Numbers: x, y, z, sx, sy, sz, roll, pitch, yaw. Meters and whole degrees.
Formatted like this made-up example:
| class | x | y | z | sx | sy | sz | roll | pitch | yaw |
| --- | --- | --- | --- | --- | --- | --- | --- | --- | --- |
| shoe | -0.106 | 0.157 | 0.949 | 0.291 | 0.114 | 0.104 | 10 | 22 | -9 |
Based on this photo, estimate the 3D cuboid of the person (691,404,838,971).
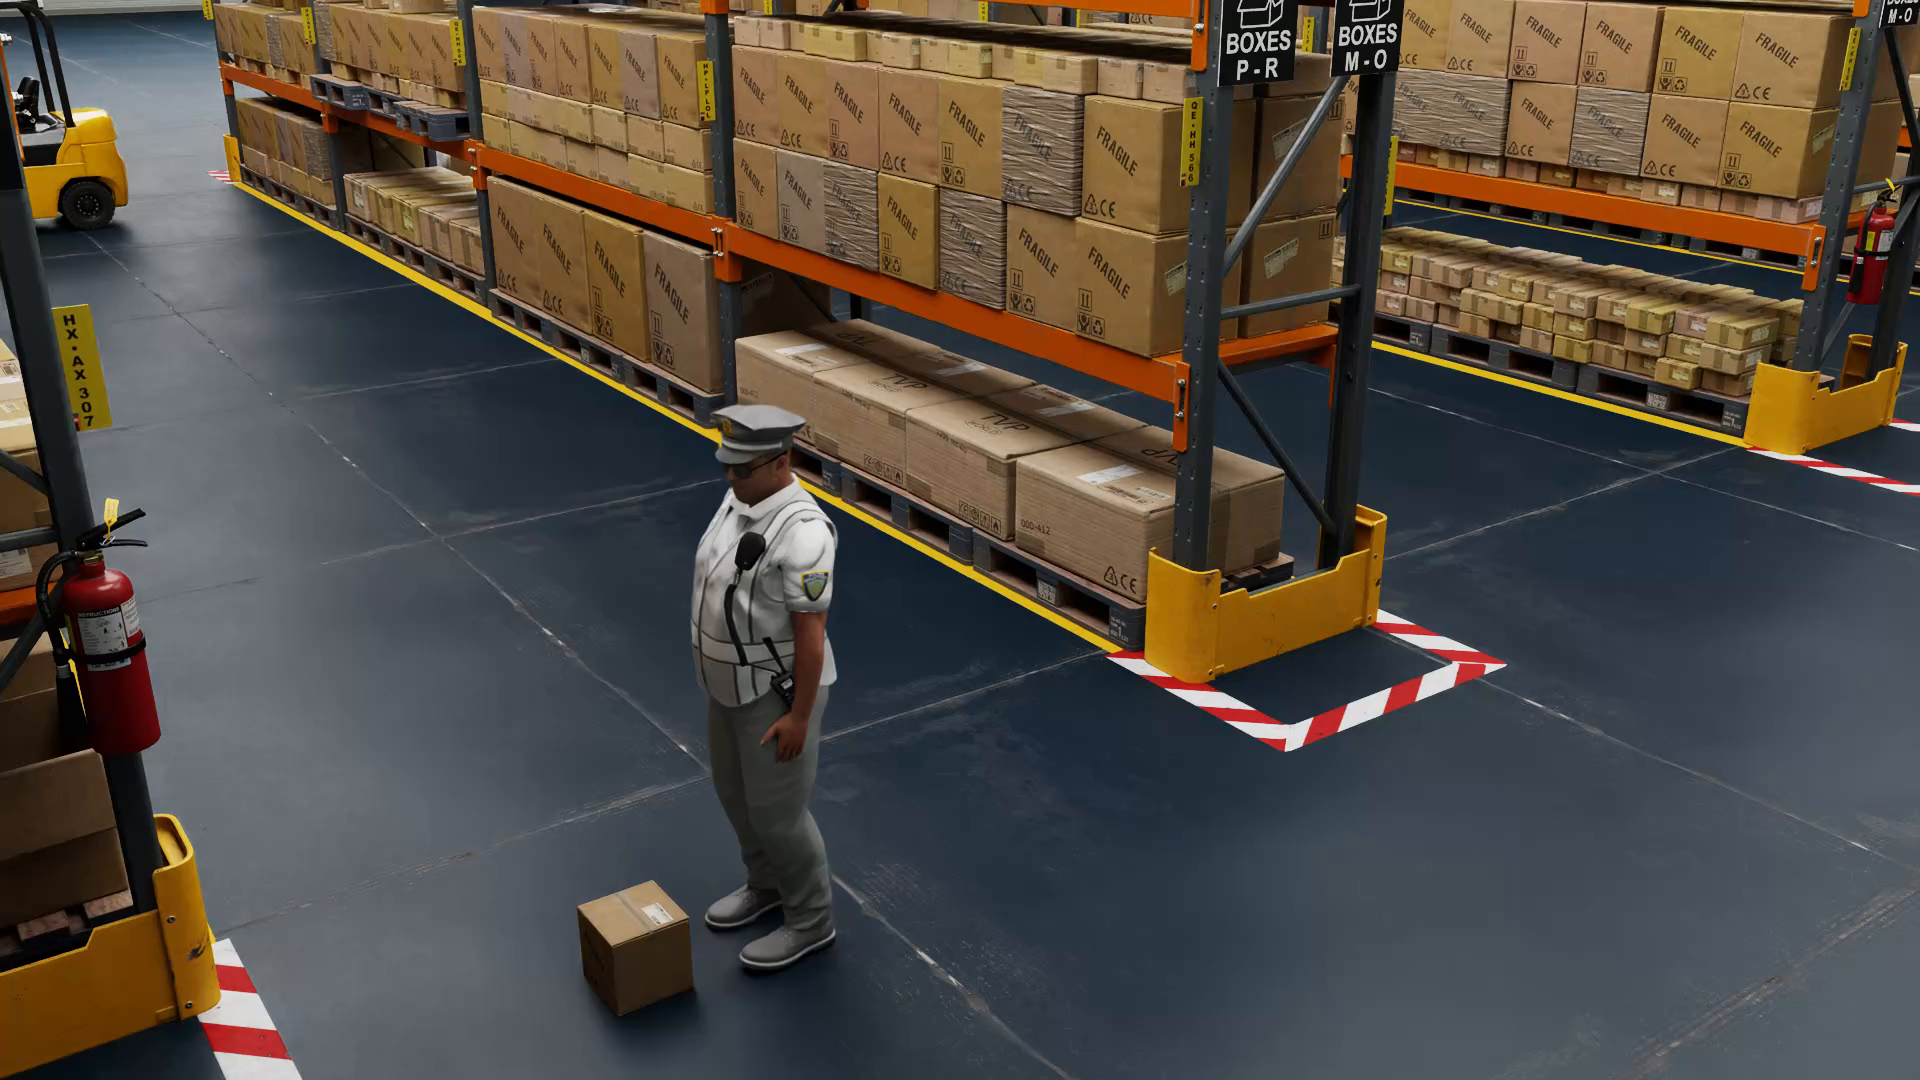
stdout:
| class | x | y | z | sx | sy | sz | roll | pitch | yaw |
| --- | --- | --- | --- | --- | --- | --- | --- | --- | --- |
| person | -0.582 | 0.441 | 4.959 | 0.393 | 1.743 | 0.529 | -14 | 25 | -32 |
